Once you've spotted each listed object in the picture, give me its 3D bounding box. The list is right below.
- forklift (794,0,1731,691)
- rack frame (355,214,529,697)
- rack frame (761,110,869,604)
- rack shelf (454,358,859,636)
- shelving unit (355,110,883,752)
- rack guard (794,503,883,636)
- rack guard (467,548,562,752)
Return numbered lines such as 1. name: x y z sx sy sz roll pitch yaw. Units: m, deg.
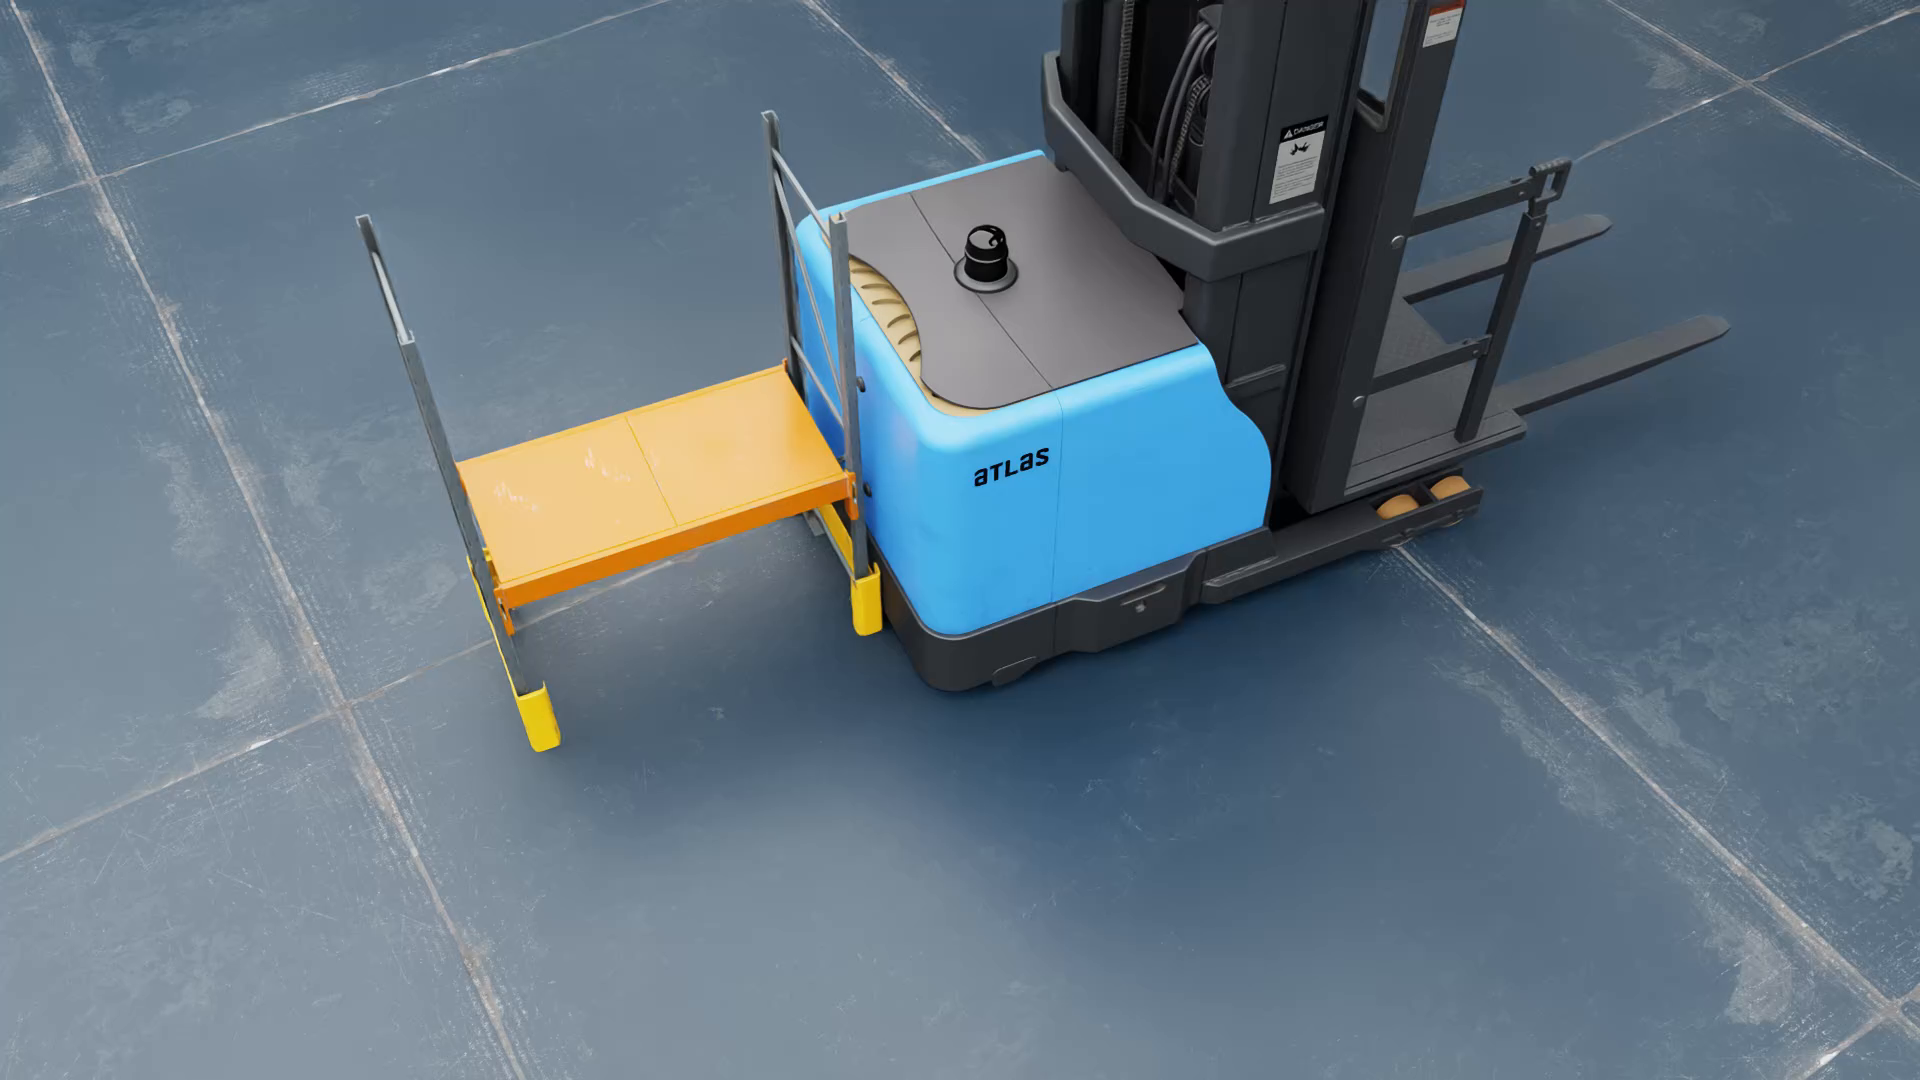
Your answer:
1. forklift: 1.082 -1.296 4.442 3.031 2.935 1.130 -19 51 -16
2. rack frame: -1.307 -0.098 4.333 0.032 1.500 0.500 -19 51 -16
3. rack frame: -0.384 -0.417 4.617 0.032 1.500 0.500 -19 51 -16
4. rack shelf: -0.846 -0.138 4.610 1.000 0.185 0.538 -19 51 -16
5. shelving unit: -0.837 -0.261 4.478 1.083 1.500 0.587 -19 51 -16
6. rack guard: -0.386 -0.001 5.084 0.087 0.250 0.587 -19 51 -16
7. rack guard: -1.289 0.311 4.806 0.087 0.250 0.587 -19 51 -16
